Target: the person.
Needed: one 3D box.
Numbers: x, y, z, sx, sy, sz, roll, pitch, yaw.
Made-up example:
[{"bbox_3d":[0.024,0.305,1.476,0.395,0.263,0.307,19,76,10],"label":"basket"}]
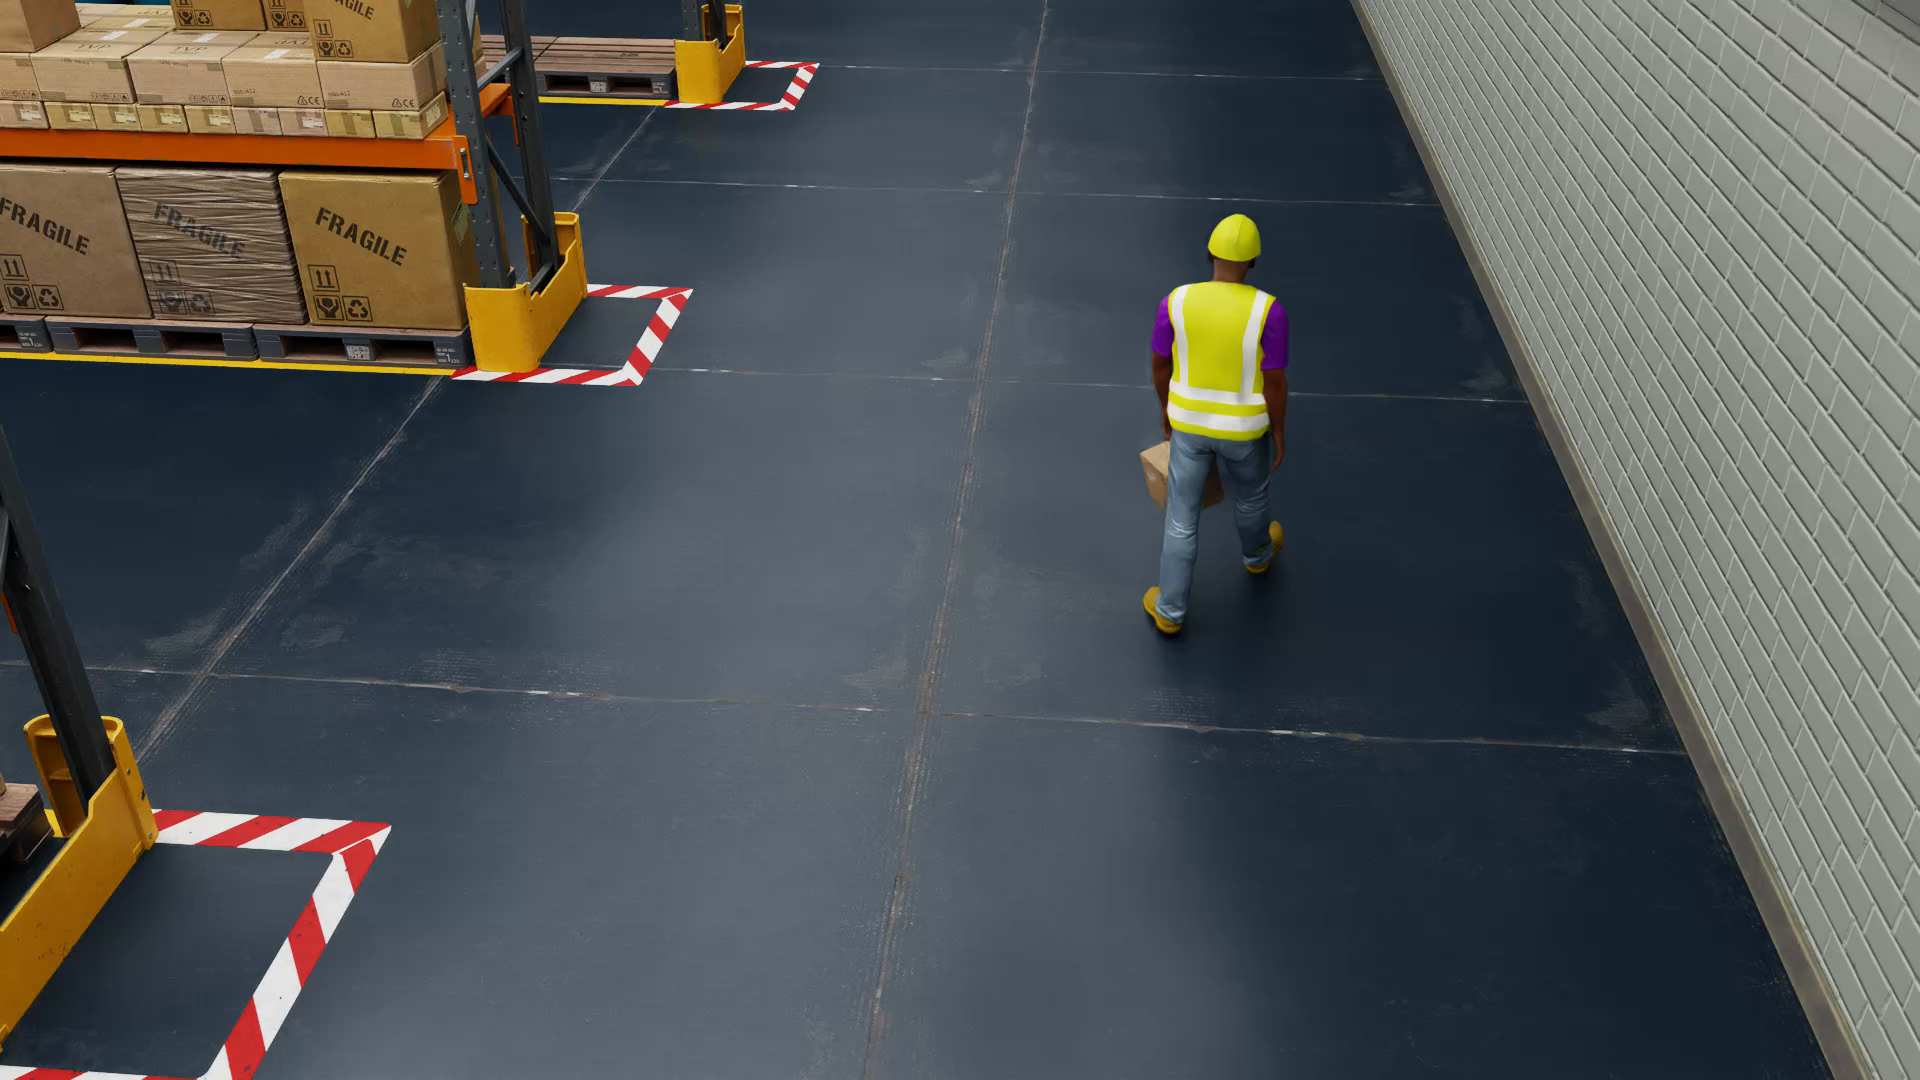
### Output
[{"bbox_3d":[1.091,-0.531,6.974,0.602,1.725,0.901,11,33,17],"label":"person"}]
